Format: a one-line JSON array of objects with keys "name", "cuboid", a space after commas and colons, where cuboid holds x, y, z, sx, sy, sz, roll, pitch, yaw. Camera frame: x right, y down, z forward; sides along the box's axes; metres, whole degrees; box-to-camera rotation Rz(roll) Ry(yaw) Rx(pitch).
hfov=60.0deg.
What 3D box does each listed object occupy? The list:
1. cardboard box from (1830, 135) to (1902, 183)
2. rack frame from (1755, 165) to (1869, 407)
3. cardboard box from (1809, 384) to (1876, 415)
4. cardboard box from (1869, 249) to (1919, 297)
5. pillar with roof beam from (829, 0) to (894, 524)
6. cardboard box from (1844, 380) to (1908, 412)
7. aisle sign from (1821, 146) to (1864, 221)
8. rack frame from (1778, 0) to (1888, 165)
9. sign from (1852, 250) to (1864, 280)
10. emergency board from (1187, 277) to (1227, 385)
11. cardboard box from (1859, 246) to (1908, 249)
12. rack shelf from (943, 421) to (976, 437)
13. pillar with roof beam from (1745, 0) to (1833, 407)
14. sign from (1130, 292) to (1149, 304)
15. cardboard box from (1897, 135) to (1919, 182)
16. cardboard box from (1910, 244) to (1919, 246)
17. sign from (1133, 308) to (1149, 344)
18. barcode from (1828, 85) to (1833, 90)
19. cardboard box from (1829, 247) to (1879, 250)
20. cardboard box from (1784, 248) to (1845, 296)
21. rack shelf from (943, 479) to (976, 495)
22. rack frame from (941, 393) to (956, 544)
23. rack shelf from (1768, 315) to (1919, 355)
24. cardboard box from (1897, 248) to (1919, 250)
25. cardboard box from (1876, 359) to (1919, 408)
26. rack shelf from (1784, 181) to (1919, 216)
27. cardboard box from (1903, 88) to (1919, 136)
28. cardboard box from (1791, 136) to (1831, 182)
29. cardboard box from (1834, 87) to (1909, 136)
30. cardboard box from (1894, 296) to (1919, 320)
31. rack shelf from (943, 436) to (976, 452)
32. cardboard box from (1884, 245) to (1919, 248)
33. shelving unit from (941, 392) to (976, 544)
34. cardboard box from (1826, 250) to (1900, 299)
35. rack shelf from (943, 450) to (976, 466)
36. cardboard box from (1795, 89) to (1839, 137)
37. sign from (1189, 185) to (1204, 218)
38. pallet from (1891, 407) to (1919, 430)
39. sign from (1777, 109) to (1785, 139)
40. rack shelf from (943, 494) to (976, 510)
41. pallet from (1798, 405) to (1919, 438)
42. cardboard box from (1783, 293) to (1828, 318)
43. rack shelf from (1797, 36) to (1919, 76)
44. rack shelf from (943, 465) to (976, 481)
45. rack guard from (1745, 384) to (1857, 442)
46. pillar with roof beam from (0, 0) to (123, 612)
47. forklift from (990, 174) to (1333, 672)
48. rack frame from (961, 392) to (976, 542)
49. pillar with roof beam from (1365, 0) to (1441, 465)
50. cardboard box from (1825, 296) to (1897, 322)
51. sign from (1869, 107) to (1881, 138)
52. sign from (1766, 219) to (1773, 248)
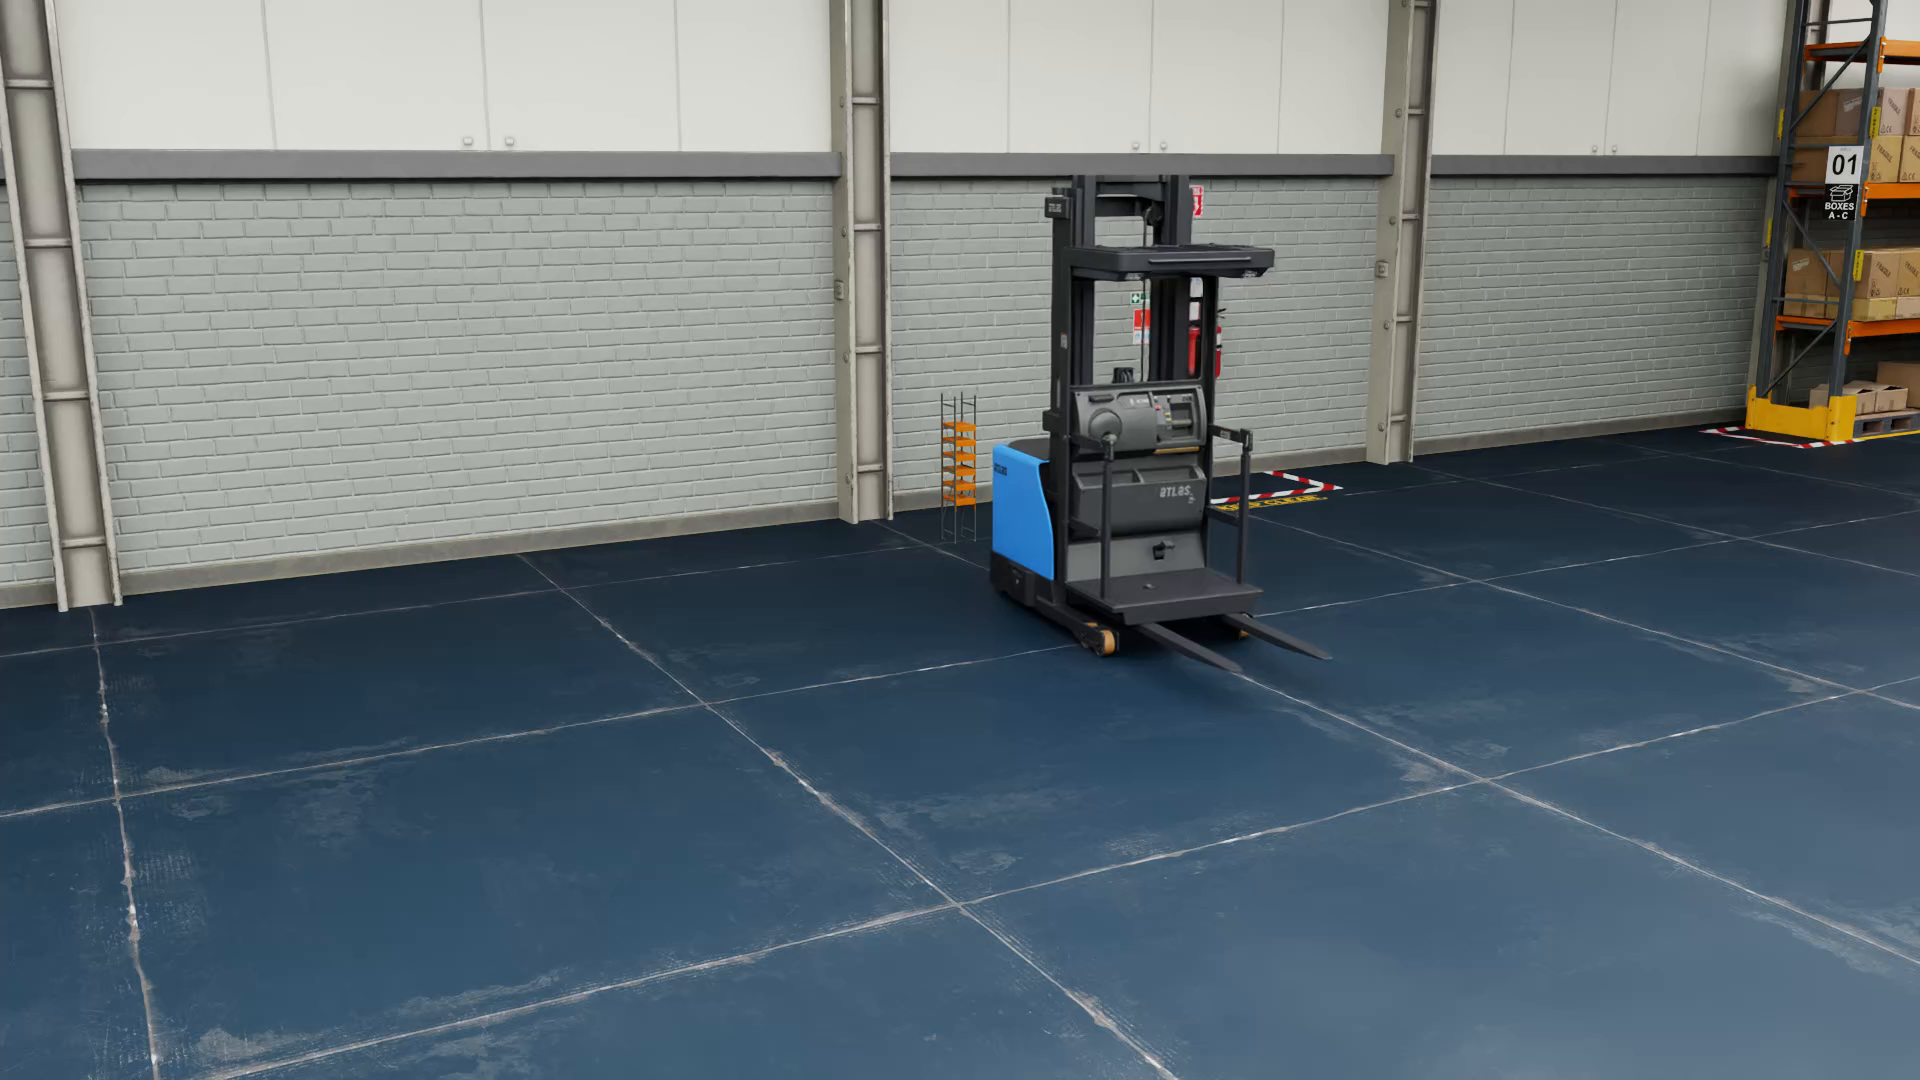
[{"name": "cardboard box", "cuboid": [9.925, -4.183, 18.258, 0.500, 0.500, 0.500, -6, 14, -26]}, {"name": "rack frame", "cuboid": [9.512, -2.674, 18.658, 0.127, 3.000, 1.000, -7, 14, -28]}, {"name": "cardboard box", "cuboid": [10.163, -1.632, 19.151, 0.500, 0.311, 0.500, -9, 15, -34]}, {"name": "cardboard box", "cuboid": [10.514, -3.019, 18.778, 0.500, 0.500, 0.500, -7, 14, -28]}, {"name": "pillar with roof beam", "cuboid": [1.242, -3.749, 9.771, 0.400, 9.000, 9.100, -7, 14, -28]}, {"name": "cardboard box", "cuboid": [10.663, -1.692, 19.418, 0.500, 0.311, 0.500, -6, 14, -23]}, {"name": "aisle sign", "cuboid": [9.593, -3.877, 18.082, 0.004, 0.787, 0.394, -7, 14, -28]}, {"name": "rack frame", "cuboid": [9.512, -5.601, 17.999, 0.127, 3.000, 1.000, -7, 14, -28]}, {"name": "sign", "cuboid": [9.772, -2.992, 18.098, 0.005, 0.325, 0.100, -7, 14, -28]}, {"name": "emergency board", "cuboid": [2.258, -2.030, 15.799, 0.643, 1.169, 0.194, -7, 14, -28]}, {"name": "cardboard box", "cuboid": [10.722, -3.173, 19.464, 0.500, 0.500, 0.500, -7, 15, -29]}, {"name": "rack shelf", "cuboid": [-0.013, -0.892, 13.401, 0.180, 0.103, 0.258, -7, 14, -28]}, {"name": "pillar with roof beam", "cuboid": [11.775, -5.011, 15.381, 0.400, 9.000, 9.100, -7, 14, -28]}, {"name": "sign", "cuboid": [1.732, -2.267, 15.561, 0.331, 0.109, 0.001, -7, 14, -28]}, {"name": "cardboard box", "cuboid": [10.414, -4.232, 18.478, 0.500, 0.500, 0.500, -6, 14, -24]}, {"name": "cardboard box", "cuboid": [11.615, -3.283, 19.952, 0.500, 0.500, 0.500, -6, 14, -26]}, {"name": "sign", "cuboid": [1.724, -2.009, 15.624, 0.234, 0.329, 0.001, -7, 14, -28]}, {"name": "barcode", "cuboid": [9.896, -5.137, 18.902, 0.075, 0.075, 0.001, -7, 14, -28]}, {"name": "cardboard box", "cuboid": [10.271, -3.118, 19.219, 0.500, 0.500, 0.500, -7, 14, -27]}, {"name": "cardboard box", "cuboid": [9.824, -3.067, 18.992, 0.500, 0.500, 0.500, -7, 14, -28]}, {"name": "rack shelf", "cuboid": [-0.013, -0.423, 13.507, 0.180, 0.103, 0.258, -7, 14, -28]}, {"name": "rack frame", "cuboid": [-0.093, -0.574, 13.428, 0.006, 1.200, 0.240, -7, 14, -28]}, {"name": "rack shelf", "cuboid": [11.268, -2.533, 19.672, 4.000, 0.370, 1.077, -7, 14, -28]}, {"name": "cardboard box", "cuboid": [10.970, -3.072, 19.014, 0.500, 0.500, 0.500, -7, 15, -30]}, {"name": "cardboard box", "cuboid": [11.331, -1.852, 19.697, 0.500, 0.500, 0.700, -8, 15, -31]}, {"name": "rack shelf", "cuboid": [11.268, -3.997, 19.342, 4.000, 0.370, 1.077, -7, 14, -28]}, {"name": "cardboard box", "cuboid": [10.431, -4.720, 18.369, 0.500, 0.500, 0.500, -7, 14, -29]}, {"name": "cardboard box", "cuboid": [9.757, -4.288, 18.727, 0.500, 0.500, 0.500, -6, 14, -24]}, {"name": "cardboard box", "cuboid": [9.967, -4.677, 18.178, 0.500, 0.500, 0.500, -8, 15, -32]}, {"name": "cardboard box", "cuboid": [10.542, -2.658, 18.883, 0.500, 0.250, 0.500, -7, 15, -30]}, {"name": "rack shelf", "cuboid": [-0.013, -0.775, 13.428, 0.180, 0.103, 0.258, -7, 14, -28]}, {"name": "cardboard box", "cuboid": [11.164, -3.226, 19.700, 0.500, 0.500, 0.500, -7, 14, -27]}, {"name": "shelving unit", "cuboid": [-0.013, -0.584, 13.471, 0.189, 1.200, 0.258, -7, 14, -28]}, {"name": "cardboard box", "cuboid": [10.075, -2.968, 18.556, 0.500, 0.500, 0.500, -7, 14, -28]}, {"name": "rack shelf", "cuboid": [-0.013, -0.658, 13.454, 0.180, 0.103, 0.258, -7, 14, -28]}, {"name": "cardboard box", "cuboid": [9.765, -4.779, 18.631, 0.500, 0.500, 0.500, -6, 14, -25]}, {"name": "sign", "cuboid": [2.204, -3.180, 15.626, 0.199, 0.298, 0.001, -7, 14, -28]}, {"name": "pallet", "cuboid": [11.378, -1.527, 19.915, 1.213, 0.211, 1.003, -7, 14, -28]}, {"name": "sign", "cuboid": [9.264, -4.678, 18.716, 0.005, 0.325, 0.100, -7, 14, -28]}, {"name": "rack shelf", "cuboid": [-0.013, -0.306, 13.533, 0.180, 0.103, 0.258, -7, 14, -28]}, {"name": "pallet", "cuboid": [10.309, -1.400, 19.349, 1.213, 0.211, 1.003, -7, 14, -28]}, {"name": "cardboard box", "cuboid": [9.830, -2.697, 19.057, 0.500, 0.250, 0.500, -7, 14, -27]}, {"name": "rack shelf", "cuboid": [11.268, -5.458, 19.013, 4.000, 0.370, 1.077, -7, 14, -28]}, {"name": "rack shelf", "cuboid": [-0.013, -0.540, 13.480, 0.180, 0.103, 0.258, -7, 14, -28]}, {"name": "rack guard", "cuboid": [9.579, -1.462, 18.968, 0.348, 0.500, 1.175, -7, 14, -28]}, {"name": "pillar with roof beam", "cuboid": [-4.024, -3.118, 6.967, 0.400, 9.000, 9.100, -7, 14, -28]}, {"name": "forklift", "cuboid": [1.253, -0.811, 10.535, 1.130, 2.935, 3.031, -5, 14, -22]}, {"name": "rack frame", "cuboid": [0.068, -0.593, 13.513, 0.006, 1.200, 0.240, -7, 14, -28]}, {"name": "pillar with roof beam", "cuboid": [6.508, -4.380, 12.576, 0.400, 9.000, 9.100, -7, 14, -28]}, {"name": "cardboard box", "cuboid": [10.093, -2.600, 18.628, 0.500, 0.250, 0.500, -7, 15, -29]}, {"name": "sign", "cuboid": [9.772, -4.459, 17.768, 0.005, 0.325, 0.100, -7, 14, -28]}, {"name": "sign", "cuboid": [9.264, -3.502, 18.981, 0.005, 0.325, 0.100, -7, 14, -28]}]
